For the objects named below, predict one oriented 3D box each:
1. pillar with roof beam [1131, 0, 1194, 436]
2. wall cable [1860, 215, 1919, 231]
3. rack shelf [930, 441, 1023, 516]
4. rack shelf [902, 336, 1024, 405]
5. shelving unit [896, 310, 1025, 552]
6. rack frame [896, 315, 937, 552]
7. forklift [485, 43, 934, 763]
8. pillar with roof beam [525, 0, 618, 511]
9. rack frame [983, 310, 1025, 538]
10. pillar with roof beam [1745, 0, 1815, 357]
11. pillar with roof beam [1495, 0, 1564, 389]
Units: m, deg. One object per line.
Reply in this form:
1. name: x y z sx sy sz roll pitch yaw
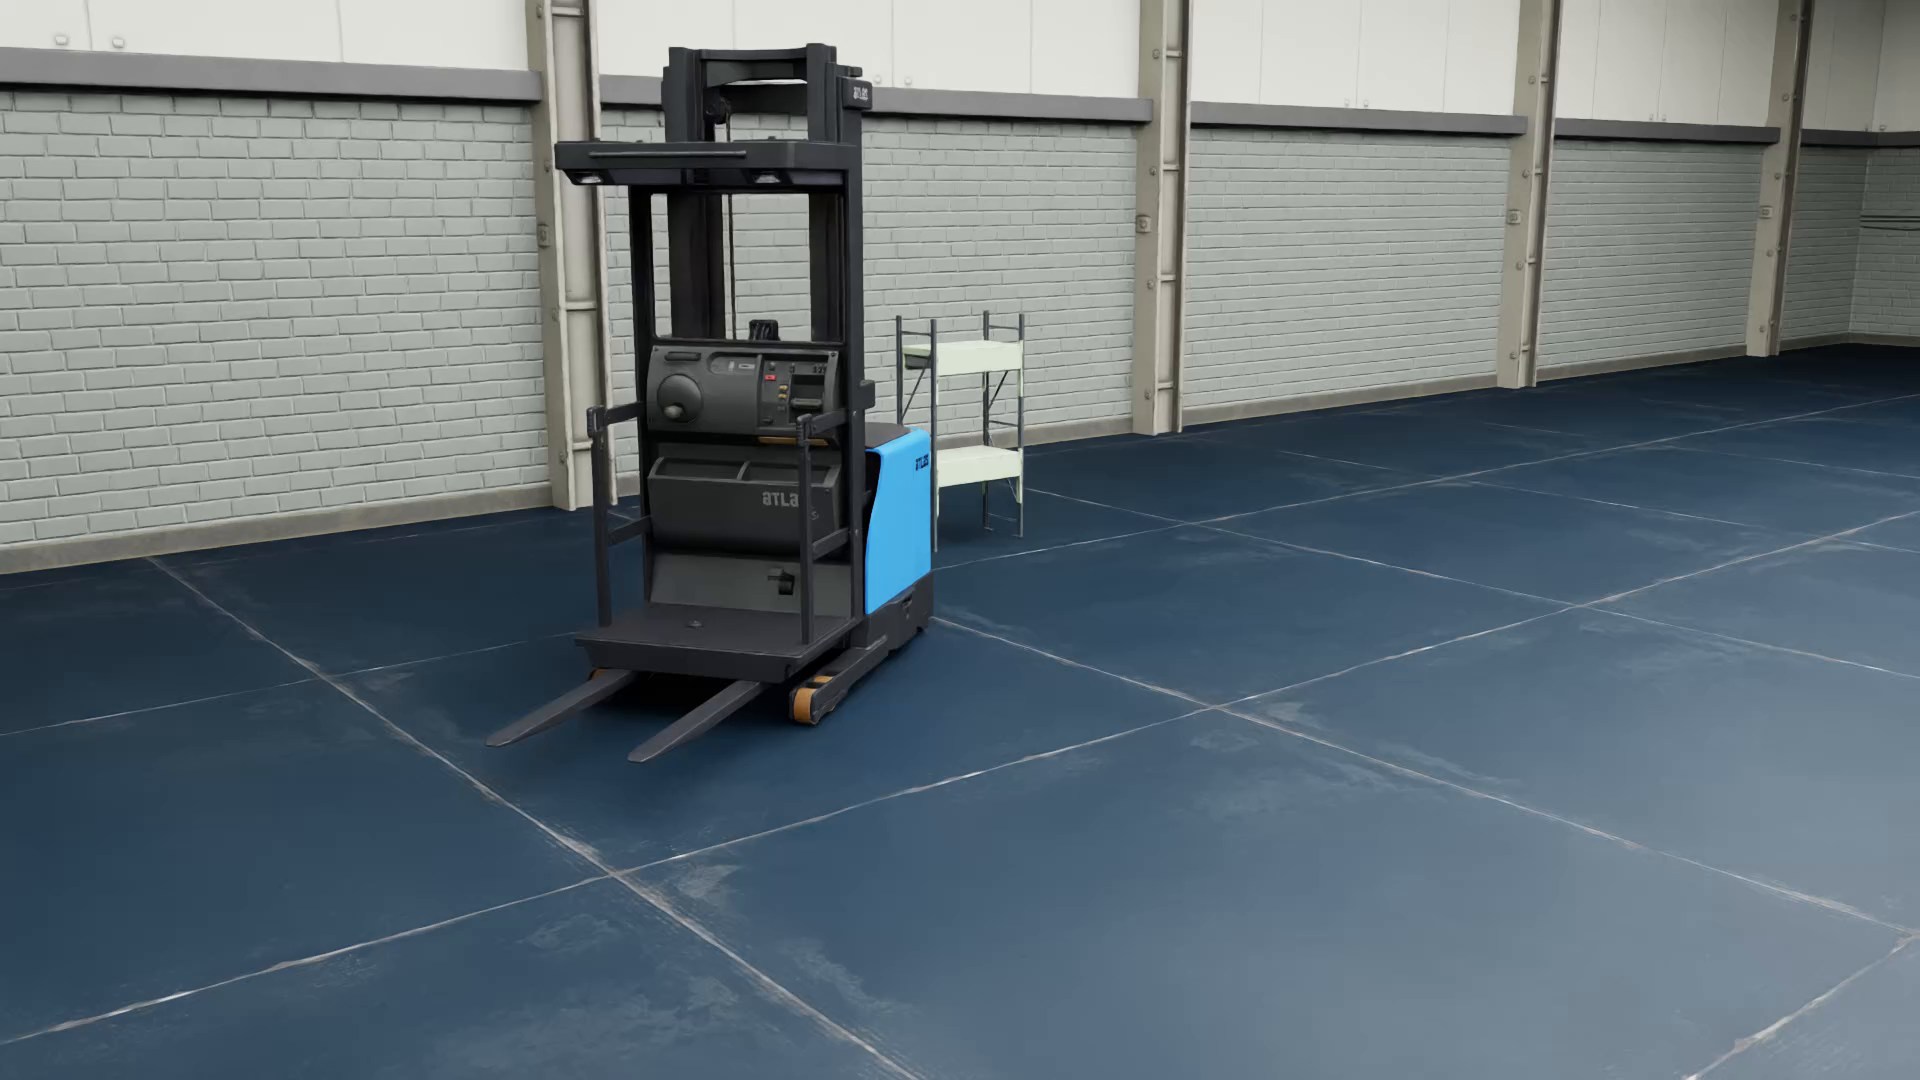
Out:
1. pillar with roof beam: 4.582 -4.746 11.813 0.400 9.000 9.100 -9 15 -38
2. wall cable: 14.389 -5.650 23.547 0.112 2.526 3.097 -9 15 -38
3. rack shelf: 0.005 -0.416 11.045 0.720 0.370 0.431 -9 15 -38
4. rack shelf: 0.005 -1.116 10.896 0.720 0.370 0.431 -9 15 -38
5. shelving unit: 0.005 -0.735 10.977 0.755 1.500 0.431 -9 15 -38
6. rack frame: -0.281 -0.687 10.753 0.023 1.500 0.400 -9 15 -38
7. forklift: -1.060 -0.713 7.428 1.130 2.935 3.031 4 13 17
8. pillar with roof beam: -0.103 -3.967 8.146 0.400 9.000 9.100 -9 15 -38
9. rack frame: 0.291 -0.782 11.201 0.023 1.500 0.400 -9 15 -38
10. pillar with roof beam: 13.952 -6.303 19.146 0.400 9.000 9.100 -9 15 -38
11. pillar with roof beam: 9.267 -5.524 15.479 0.400 9.000 9.100 -9 15 -38
